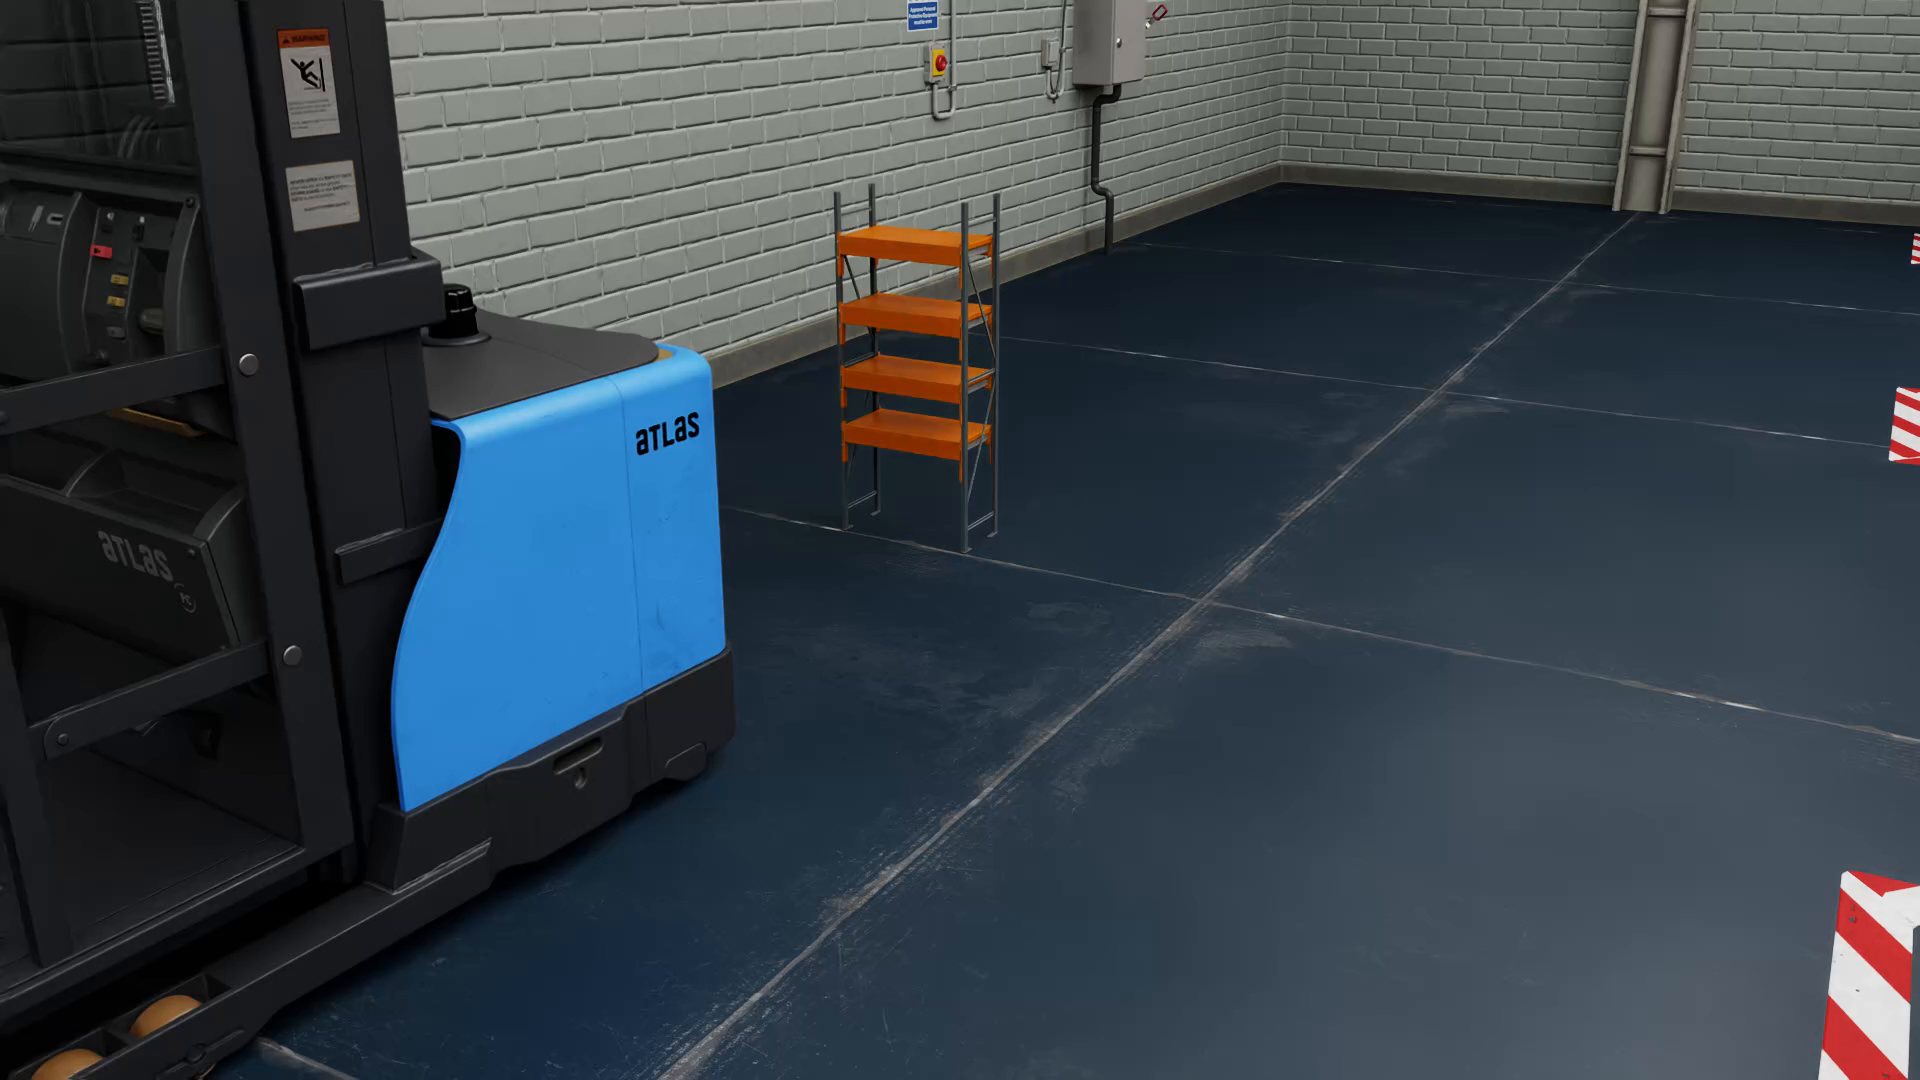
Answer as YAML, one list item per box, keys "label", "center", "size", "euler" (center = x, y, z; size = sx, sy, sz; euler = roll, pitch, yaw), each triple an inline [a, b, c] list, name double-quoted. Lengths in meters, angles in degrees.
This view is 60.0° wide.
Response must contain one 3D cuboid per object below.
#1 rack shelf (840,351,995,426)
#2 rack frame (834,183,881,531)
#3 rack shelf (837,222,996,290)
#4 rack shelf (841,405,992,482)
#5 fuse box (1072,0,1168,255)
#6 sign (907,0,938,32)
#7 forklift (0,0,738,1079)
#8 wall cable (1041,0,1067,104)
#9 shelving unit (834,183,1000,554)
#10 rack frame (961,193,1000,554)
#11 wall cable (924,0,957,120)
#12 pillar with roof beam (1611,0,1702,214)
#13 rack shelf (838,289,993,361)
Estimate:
- label: "rack shelf"
  center: [-0.145, -0.528, 5.759]
  size: [0.480, 0.148, 0.258]
  euler: [11, 23, 27]
- label: "rack frame"
  center: [-0.358, -0.632, 5.848]
  size: [0.015, 1.200, 0.240]
  euler: [11, 23, 27]
- label: "rack shelf"
  center: [-0.144, -0.961, 5.602]
  size: [0.480, 0.148, 0.258]
  euler: [11, 23, 27]
- label: "rack shelf"
  center: [-0.145, -0.342, 5.827]
  size: [0.480, 0.148, 0.258]
  euler: [11, 23, 27]
- label: "fuse box"
  center: [1.030, -2.719, 10.852]
  size: [0.414, 1.711, 0.539]
  euler: [11, 23, 27]
- label: "sign"
  center: [-0.198, -2.847, 8.917]
  size: [0.001, 0.218, 0.327]
  euler: [11, 23, 27]
- label: "forklift"
  center: [-1.808, -0.496, 2.934]
  size: [1.130, 2.935, 3.031]
  euler: [13, 24, 31]
- label: "wall cable"
  center: [0.560, -3.625, 9.971]
  size: [0.122, 1.984, 0.588]
  euler: [11, 23, 27]
- label: "shelving unit"
  center: [-0.144, -0.592, 5.736]
  size: [0.503, 1.200, 0.258]
  euler: [11, 23, 27]
- label: "rack frame"
  center: [0.069, -0.551, 5.625]
  size: [0.015, 1.200, 0.240]
  euler: [11, 23, 27]
- label: "wall cable"
  center: [-0.121, -3.216, 8.796]
  size: [0.123, 1.953, 0.585]
  euler: [11, 23, 27]
- label: "pillar with roof beam"
  center: [3.216, -5.527, 7.904]
  size: [0.400, 9.000, 9.100]
  euler: [11, 23, 27]
- label: "rack shelf"
  center: [-0.145, -0.739, 5.683]
  size: [0.480, 0.148, 0.258]
  euler: [11, 23, 27]
